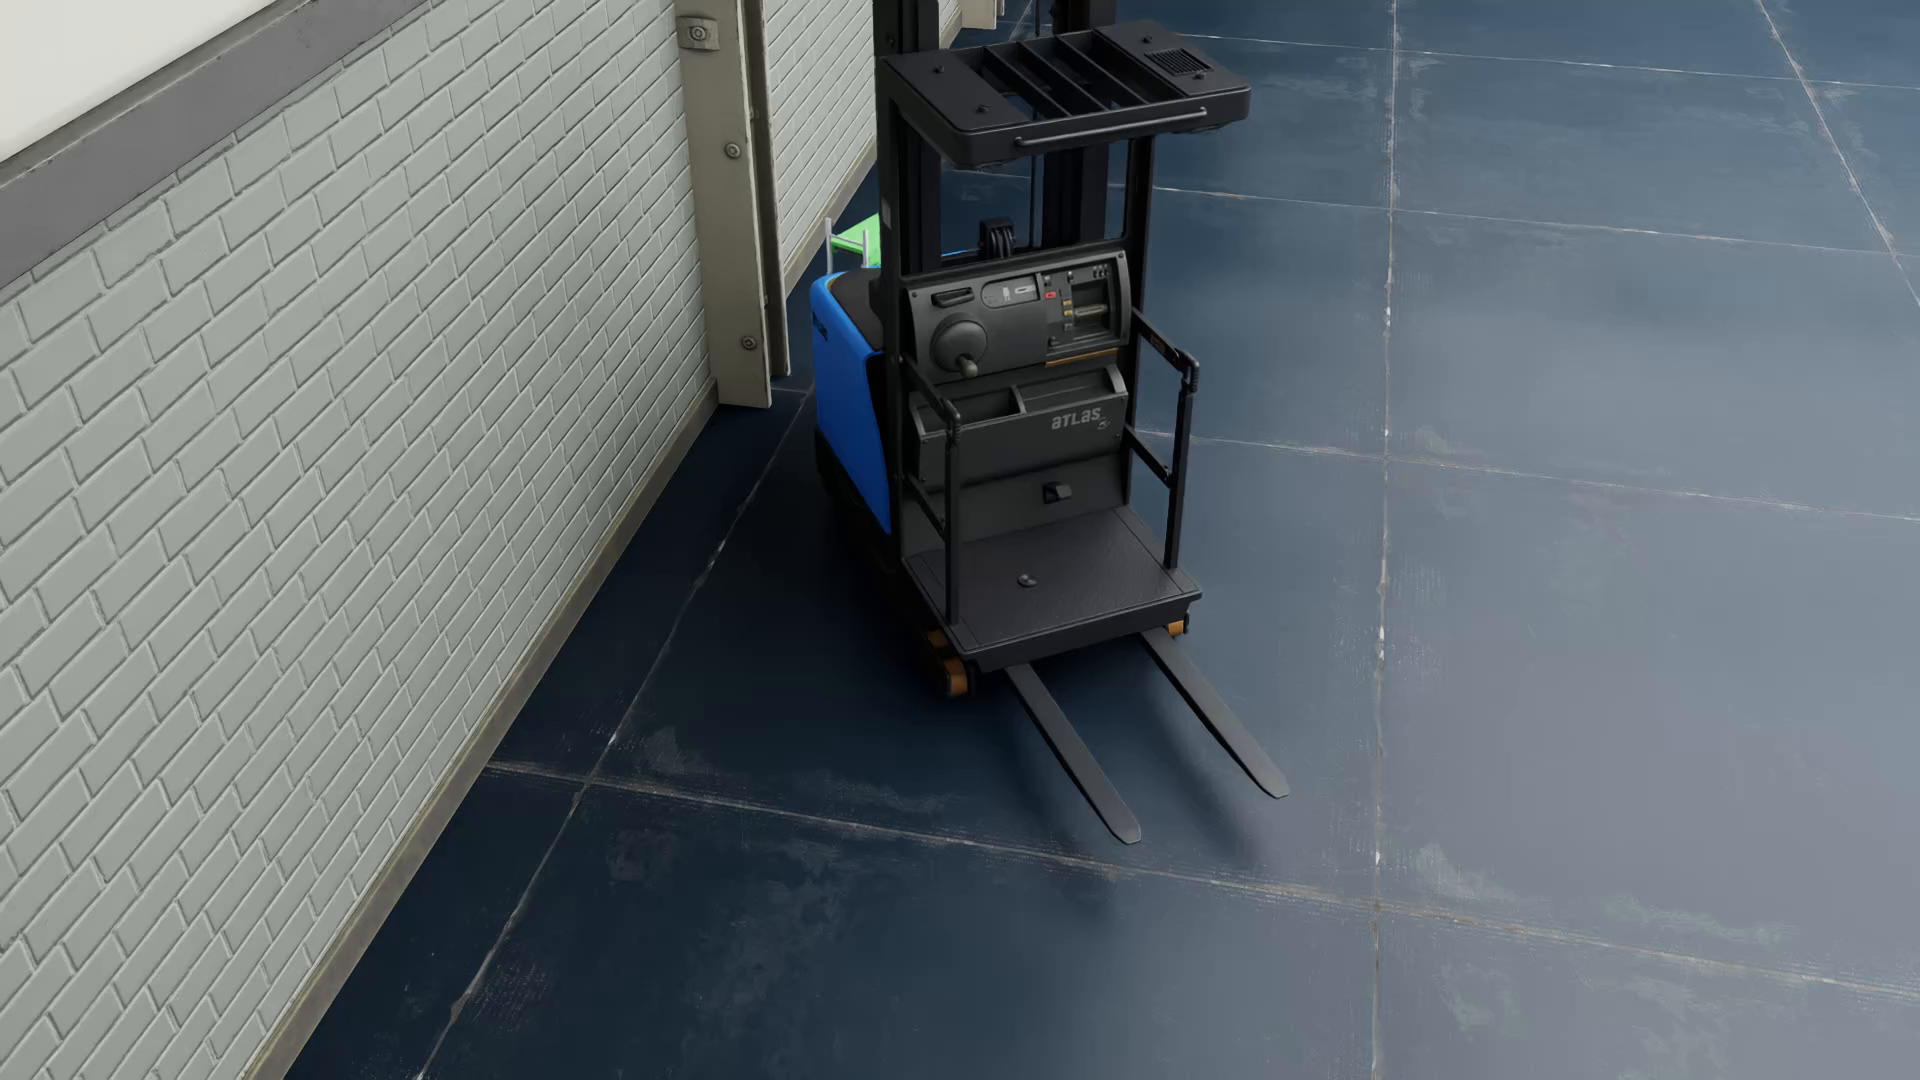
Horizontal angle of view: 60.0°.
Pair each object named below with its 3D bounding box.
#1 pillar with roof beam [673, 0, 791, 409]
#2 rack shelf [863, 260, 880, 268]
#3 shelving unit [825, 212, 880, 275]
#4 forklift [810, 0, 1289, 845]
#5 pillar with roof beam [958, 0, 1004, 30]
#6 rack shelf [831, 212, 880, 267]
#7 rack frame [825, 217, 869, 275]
[{"bbox_3d":[3.096,-3.925,5.497,9.100,9.000,0.400,7,37,10],"label":"pillar with roof beam"},{"bbox_3d":[-0.388,-1.237,8.129,0.258,0.148,0.480,22,41,28],"label":"rack shelf"},{"bbox_3d":[-0.388,-1.093,8.230,0.258,1.200,0.503,22,41,28],"label":"shelving unit"},{"bbox_3d":[0.326,-0.824,6.389,1.130,2.935,3.031,-13,38,-18],"label":"forklift"},{"bbox_3d":[4.378,-7.364,10.243,9.100,9.000,0.400,7,37,10],"label":"pillar with roof beam"},{"bbox_3d":[-0.389,-1.433,7.990,0.258,0.148,0.480,22,41,28],"label":"rack shelf"},{"bbox_3d":[-0.528,-0.978,8.067,0.240,1.200,0.015,22,41,28],"label":"rack frame"}]
